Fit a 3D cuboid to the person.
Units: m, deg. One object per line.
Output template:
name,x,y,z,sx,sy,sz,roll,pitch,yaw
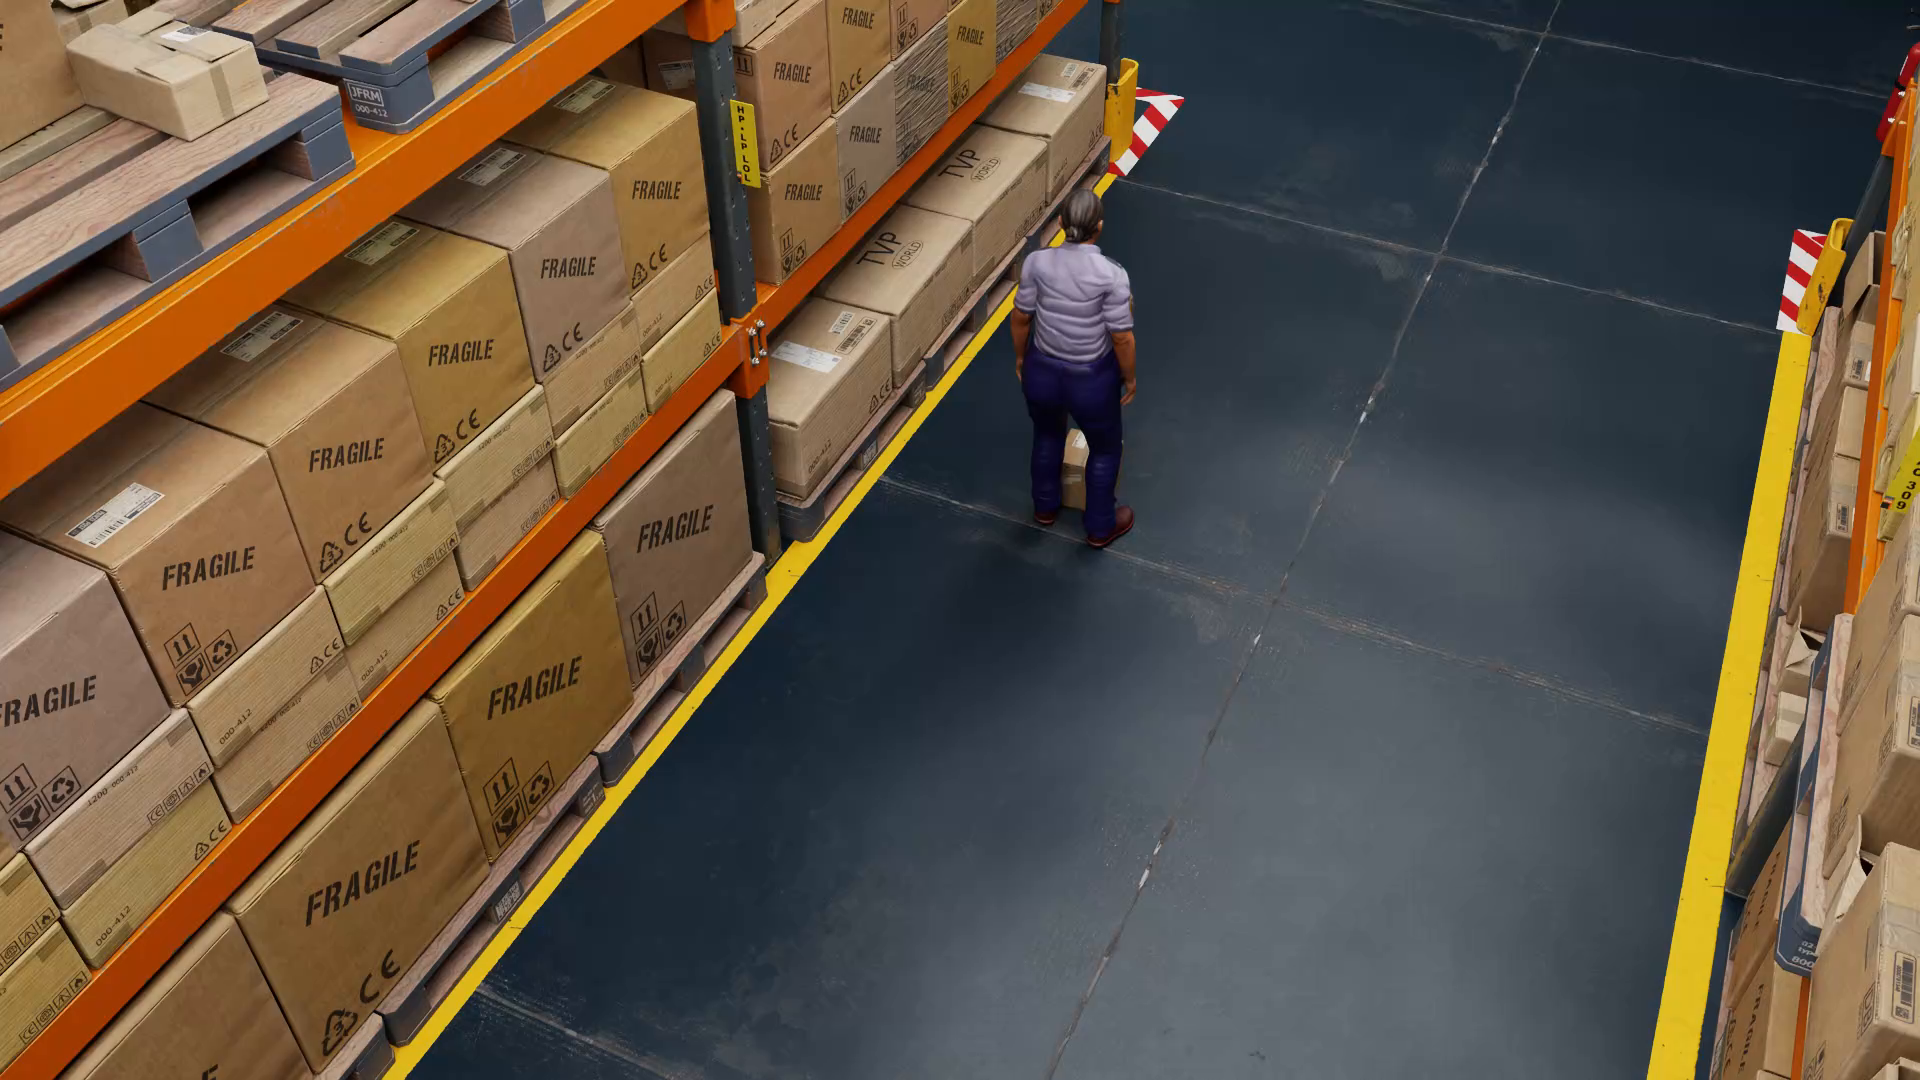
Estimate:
person,0.490,-0.701,6.937,0.559,1.652,0.417,16,45,17
